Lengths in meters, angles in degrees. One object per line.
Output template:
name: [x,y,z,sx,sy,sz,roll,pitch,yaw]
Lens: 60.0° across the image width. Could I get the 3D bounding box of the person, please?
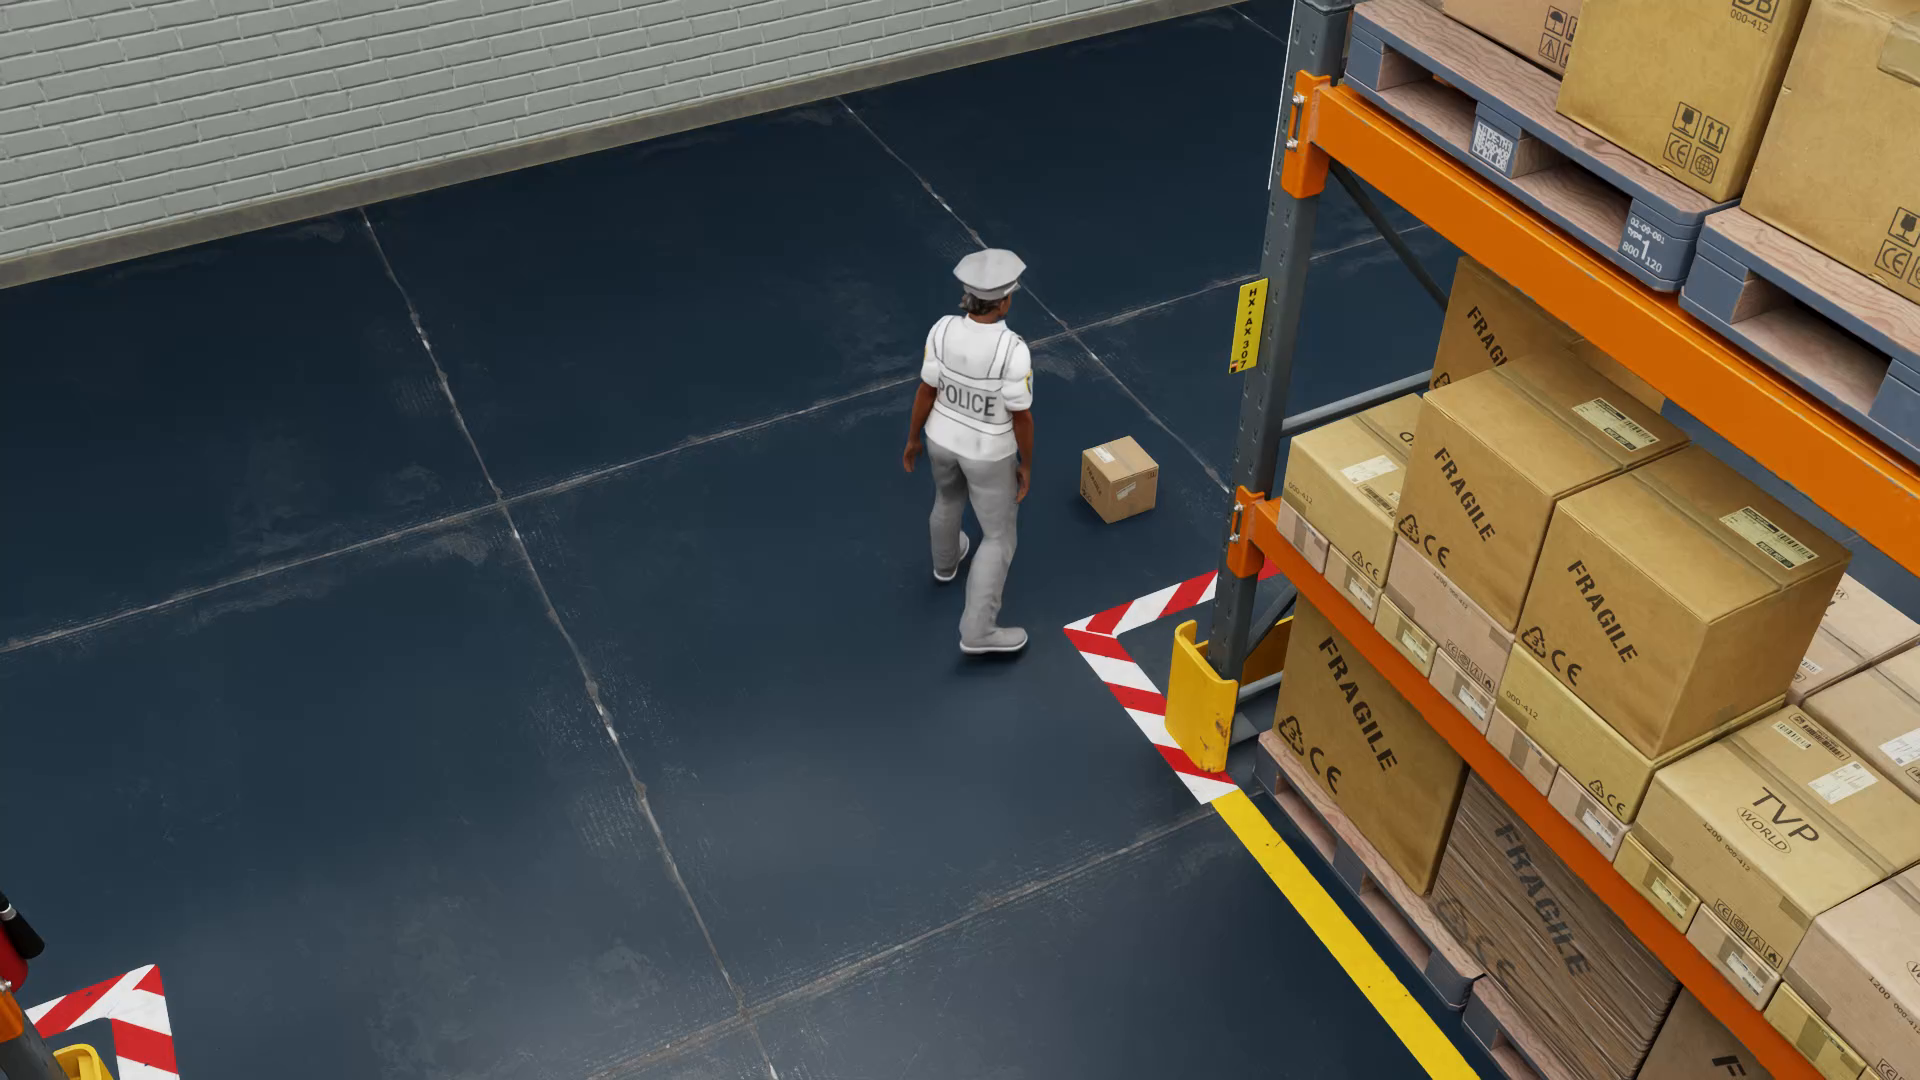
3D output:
person: [0.069,-0.339,6.539,0.621,1.639,0.663,21,46,22]
